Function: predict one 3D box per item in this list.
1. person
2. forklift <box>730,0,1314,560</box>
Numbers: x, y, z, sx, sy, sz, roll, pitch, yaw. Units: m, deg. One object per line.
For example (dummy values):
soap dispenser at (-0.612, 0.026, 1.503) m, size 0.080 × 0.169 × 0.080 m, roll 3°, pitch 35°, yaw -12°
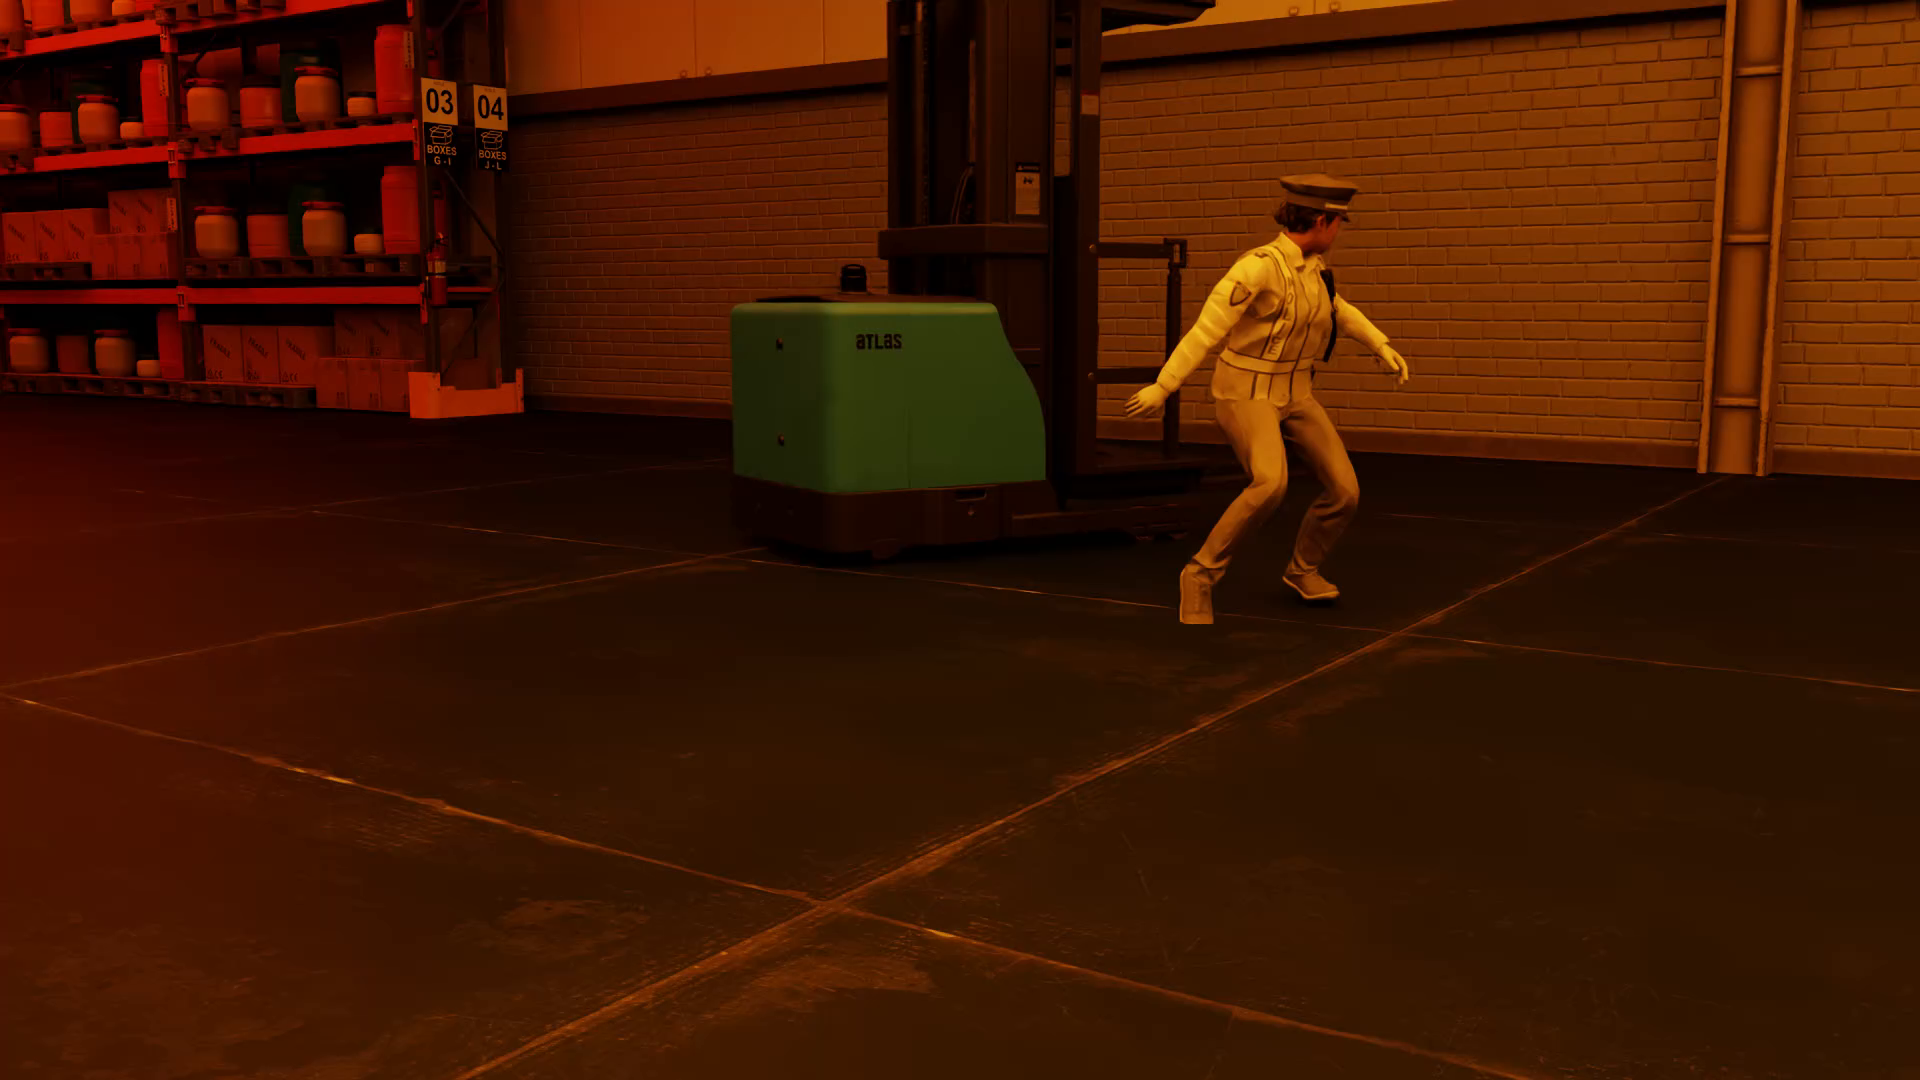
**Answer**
person at (1.061, -0.442, 5.675) m, size 0.942 × 1.576 × 0.500 m, roll -6°, pitch 10°, yaw -38°
forklift at (0.479, -1.501, 7.745) m, size 3.031 × 2.935 × 1.130 m, roll -5°, pitch 10°, yaw -32°
